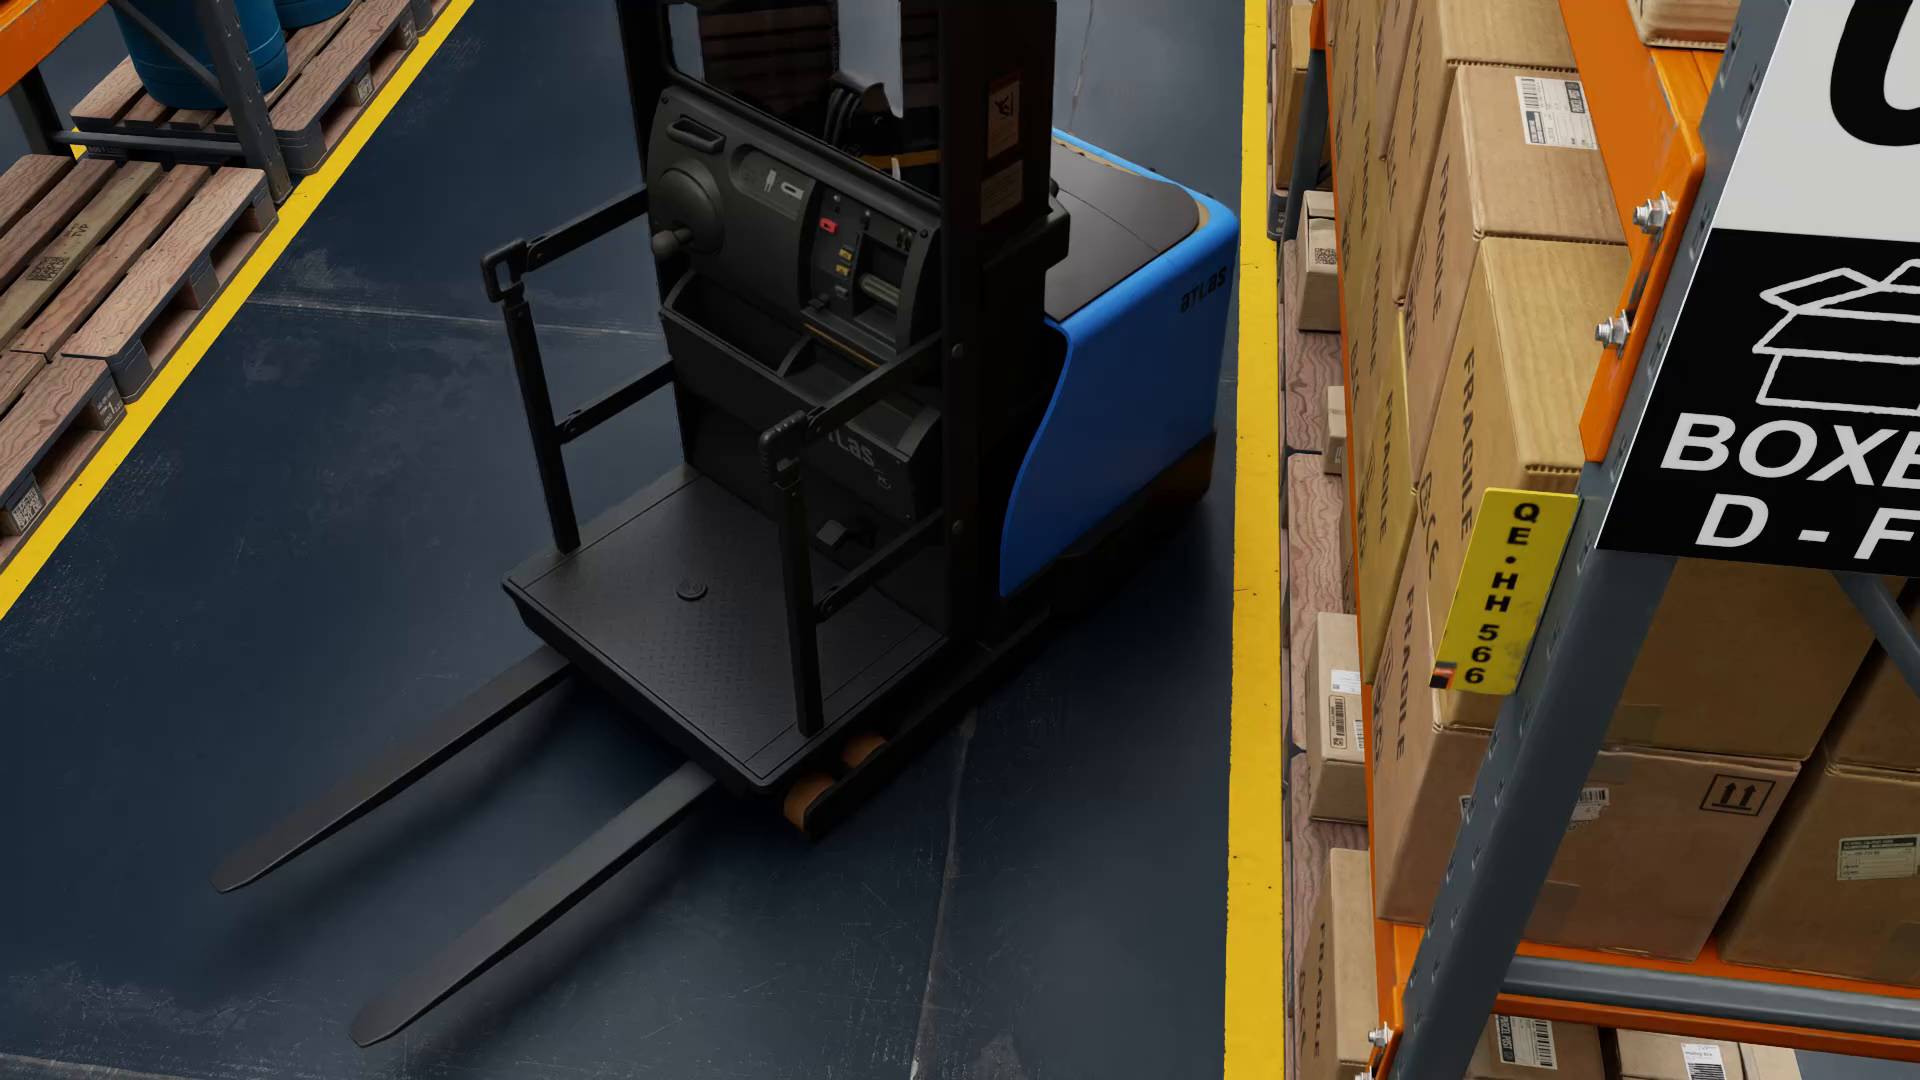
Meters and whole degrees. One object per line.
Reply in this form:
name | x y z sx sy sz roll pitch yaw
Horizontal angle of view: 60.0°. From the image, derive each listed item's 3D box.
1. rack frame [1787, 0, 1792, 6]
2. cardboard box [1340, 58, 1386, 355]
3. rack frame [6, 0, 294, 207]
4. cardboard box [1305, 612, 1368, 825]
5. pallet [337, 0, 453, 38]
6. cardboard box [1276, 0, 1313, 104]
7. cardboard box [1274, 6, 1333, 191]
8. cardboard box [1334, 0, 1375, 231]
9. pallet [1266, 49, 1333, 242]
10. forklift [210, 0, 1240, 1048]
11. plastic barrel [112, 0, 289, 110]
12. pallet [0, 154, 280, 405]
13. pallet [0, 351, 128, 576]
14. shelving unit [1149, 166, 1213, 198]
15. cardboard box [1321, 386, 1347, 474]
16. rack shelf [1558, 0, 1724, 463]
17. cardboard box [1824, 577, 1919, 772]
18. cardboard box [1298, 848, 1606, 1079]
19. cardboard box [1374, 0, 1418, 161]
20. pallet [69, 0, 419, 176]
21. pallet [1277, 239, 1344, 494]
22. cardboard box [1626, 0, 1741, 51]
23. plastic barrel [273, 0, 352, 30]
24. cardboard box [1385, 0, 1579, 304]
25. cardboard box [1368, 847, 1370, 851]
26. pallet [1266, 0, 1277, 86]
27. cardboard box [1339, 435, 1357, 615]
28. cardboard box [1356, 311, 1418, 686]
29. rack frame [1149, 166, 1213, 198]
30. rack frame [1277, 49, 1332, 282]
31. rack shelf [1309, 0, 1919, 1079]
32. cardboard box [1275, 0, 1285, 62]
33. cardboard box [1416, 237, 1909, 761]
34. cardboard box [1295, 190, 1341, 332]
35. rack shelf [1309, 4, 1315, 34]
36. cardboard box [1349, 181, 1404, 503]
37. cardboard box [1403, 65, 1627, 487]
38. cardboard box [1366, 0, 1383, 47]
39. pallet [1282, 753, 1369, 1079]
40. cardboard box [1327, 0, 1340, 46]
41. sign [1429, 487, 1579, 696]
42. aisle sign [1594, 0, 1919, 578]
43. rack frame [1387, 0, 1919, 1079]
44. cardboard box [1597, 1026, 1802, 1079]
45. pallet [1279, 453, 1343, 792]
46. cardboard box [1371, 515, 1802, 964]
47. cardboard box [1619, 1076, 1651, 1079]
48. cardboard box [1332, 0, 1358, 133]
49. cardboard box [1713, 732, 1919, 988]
rack frame | 1.172 -1.513 0.303 1.000 3.000 0.127 5 44 6
cardboard box | 1.165 -0.737 3.774 0.500 0.500 0.500 5 44 5
rack frame | -3.208 -2.513 5.723 1.000 3.000 0.127 5 44 6
cardboard box | 1.155 0.467 4.255 0.500 0.250 0.500 5 44 6
pallet | -2.906 -2.857 8.113 1.003 0.211 1.213 5 44 6
cardboard box | 1.556 -2.011 6.690 0.500 0.500 0.500 5 44 6
cardboard box | 1.482 -1.675 6.335 0.500 0.500 0.500 5 44 5
cardboard box | 1.231 -1.084 4.141 0.500 0.500 0.500 5 44 5
pallet | 1.771 -1.606 6.792 1.003 0.211 1.213 5 44 6
forklift | -0.562 -0.686 3.843 1.130 2.935 3.031 32 52 29
plastic barrel | -3.119 -2.273 6.690 0.600 0.901 0.708 5 44 6
pallet | -3.267 -0.996 6.148 1.003 0.211 1.213 5 44 6
pallet | -3.426 -0.162 5.268 1.003 0.211 1.213 5 44 6
shelving unit | 0.609 -0.727 5.363 0.258 0.900 0.210 32 52 29
cardboard box | 1.327 -0.334 5.162 0.380 0.166 0.250 5 44 6
rack shelf | 1.437 -1.525 3.021 1.077 0.370 4.000 5 44 6
cardboard box | 1.492 -0.012 2.281 0.500 0.500 0.500 6 44 7
cardboard box | 1.000 1.021 3.488 0.500 0.500 0.500 5 44 6
cardboard box | 1.156 -1.110 3.441 0.500 0.500 0.500 6 44 7
pallet | -3.065 -2.023 7.233 1.003 0.211 1.213 5 44 6
pallet | 1.609 -0.580 5.709 1.003 0.211 1.213 5 44 6
cardboard box | 0.979 -0.743 1.781 0.500 0.250 0.500 5 44 6
plastic barrel | -3.026 -2.756 7.199 0.600 0.901 0.708 5 44 6
cardboard box | 1.089 -0.760 3.071 0.500 0.500 0.500 6 44 7
cardboard box | 1.143 0.874 3.886 0.380 0.166 0.250 5 44 6
pallet | 1.930 -2.439 7.673 1.003 0.211 1.213 5 44 6
cardboard box | 1.458 -0.033 4.599 0.797 0.503 0.637 5 44 6
cardboard box | 1.027 -0.054 3.053 0.500 0.500 0.500 6 44 6
rack frame | 0.678 -0.778 5.417 0.240 0.900 0.006 32 52 29
rack frame | 1.701 -2.060 5.244 1.000 3.000 0.127 5 44 6
rack shelf | 1.437 -0.436 4.052 1.077 0.370 4.000 5 44 6
cardboard box | 1.623 -2.353 7.051 0.500 0.500 0.500 6 44 6
cardboard box | 0.959 -0.062 2.334 0.500 0.500 0.500 5 44 5
cardboard box | 1.431 -0.977 5.736 0.500 0.311 0.500 5 44 6
rack shelf | 1.966 -3.162 6.931 1.077 0.370 4.000 5 44 6
cardboard box | 1.098 -0.394 3.412 0.500 0.500 0.500 6 44 6
cardboard box | 1.025 -0.406 2.698 0.500 0.500 0.500 6 44 7
cardboard box | 1.224 -1.462 3.813 0.500 0.500 0.500 4 44 4
pallet | 1.287 1.083 3.953 1.003 0.211 1.213 5 44 6
cardboard box | 1.364 -1.774 4.869 0.500 0.500 0.500 6 44 7
sign | 0.625 0.066 1.926 0.100 0.325 0.005 5 44 6
aisle sign | 0.860 -0.260 1.452 0.394 0.787 0.004 5 44 6
rack frame | 1.172 0.666 2.365 1.000 3.000 0.127 5 44 6
cardboard box | 1.601 1.110 3.637 0.380 0.166 0.250 5 44 6
pallet | 1.451 0.254 4.828 1.003 0.211 1.213 5 44 6
cardboard box | 0.962 0.299 2.679 0.500 0.500 0.500 6 44 7
cardboard box | 1.568 1.287 3.463 0.380 0.149 0.250 5 44 6
cardboard box | 1.299 -1.425 4.500 0.500 0.500 0.500 6 44 6
cardboard box | 1.492 0.351 2.625 0.500 0.500 0.500 6 44 6
